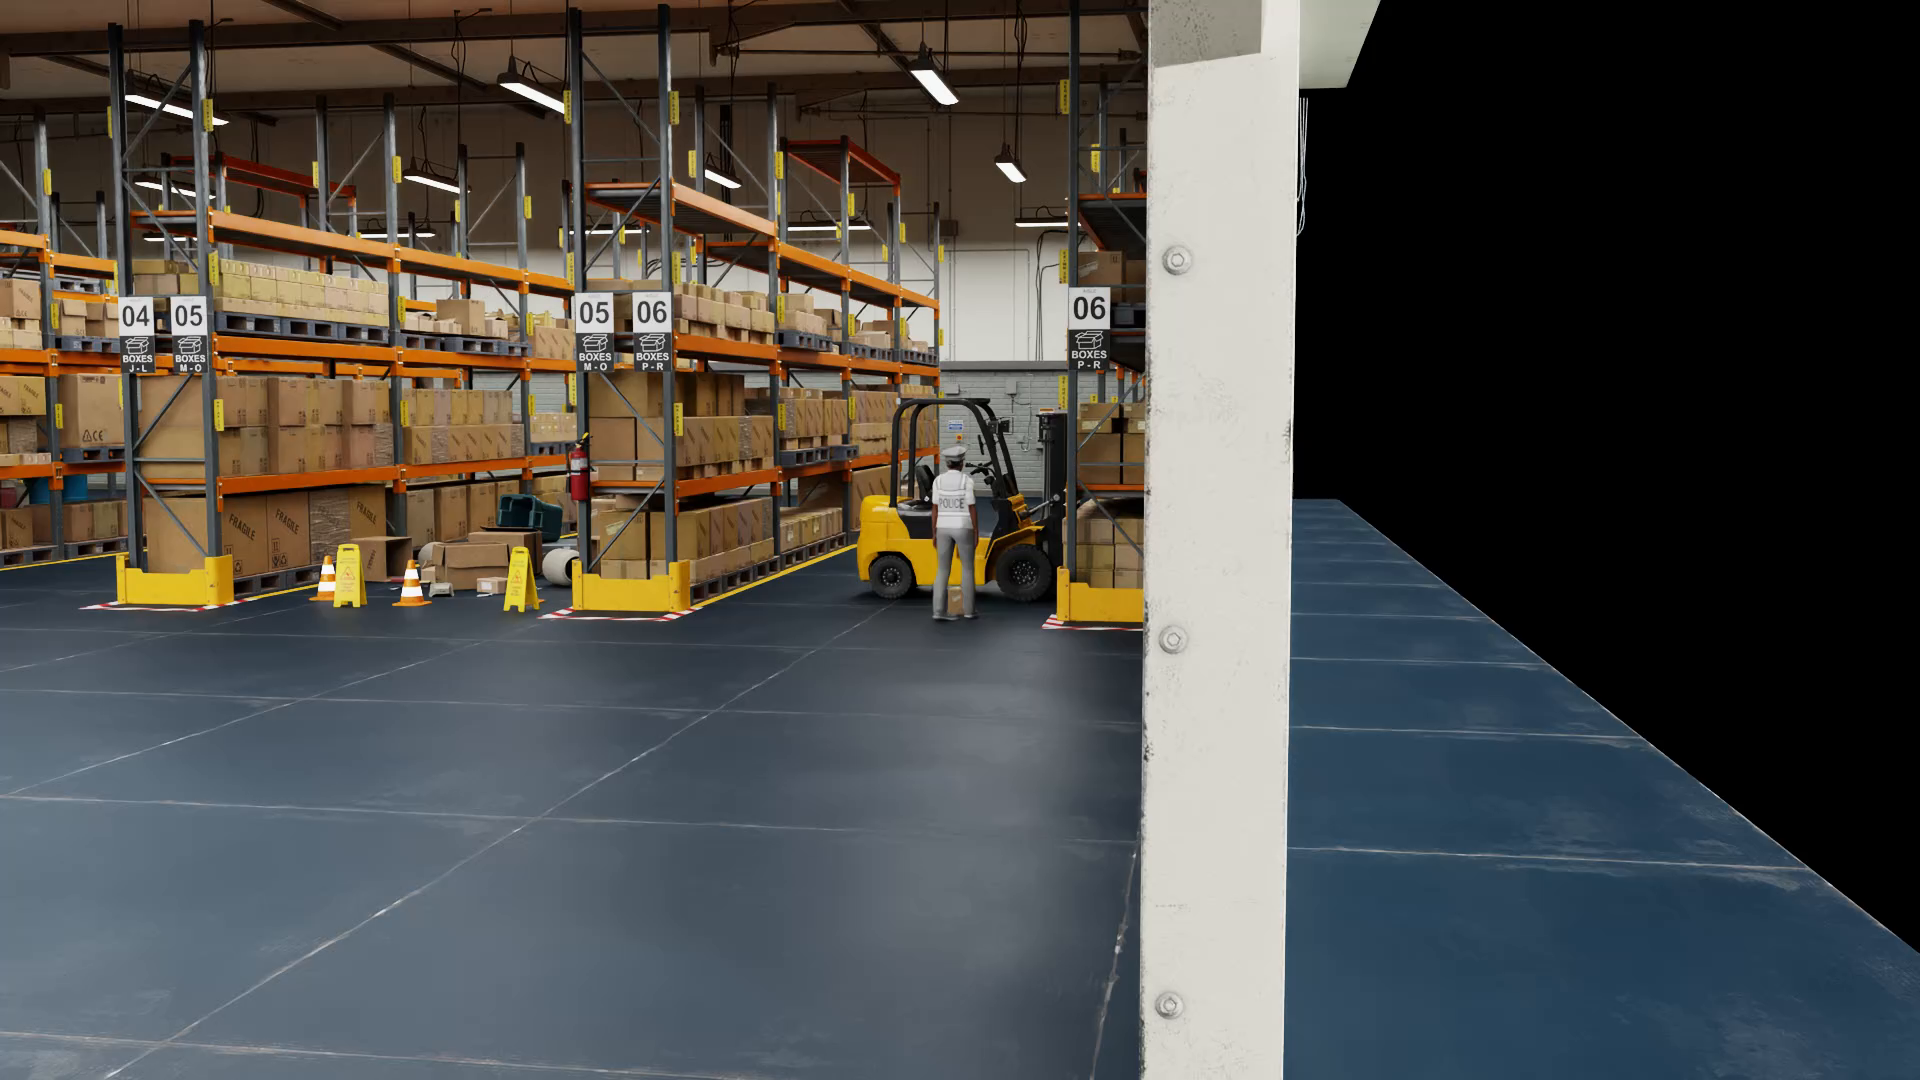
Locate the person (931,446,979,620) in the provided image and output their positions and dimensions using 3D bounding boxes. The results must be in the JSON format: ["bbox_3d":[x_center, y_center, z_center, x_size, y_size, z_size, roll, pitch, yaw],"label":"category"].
[{"bbox_3d":[-0.029,-0.068,16.133,0.455,1.688,0.529,1,5,17],"label":"person"}]
